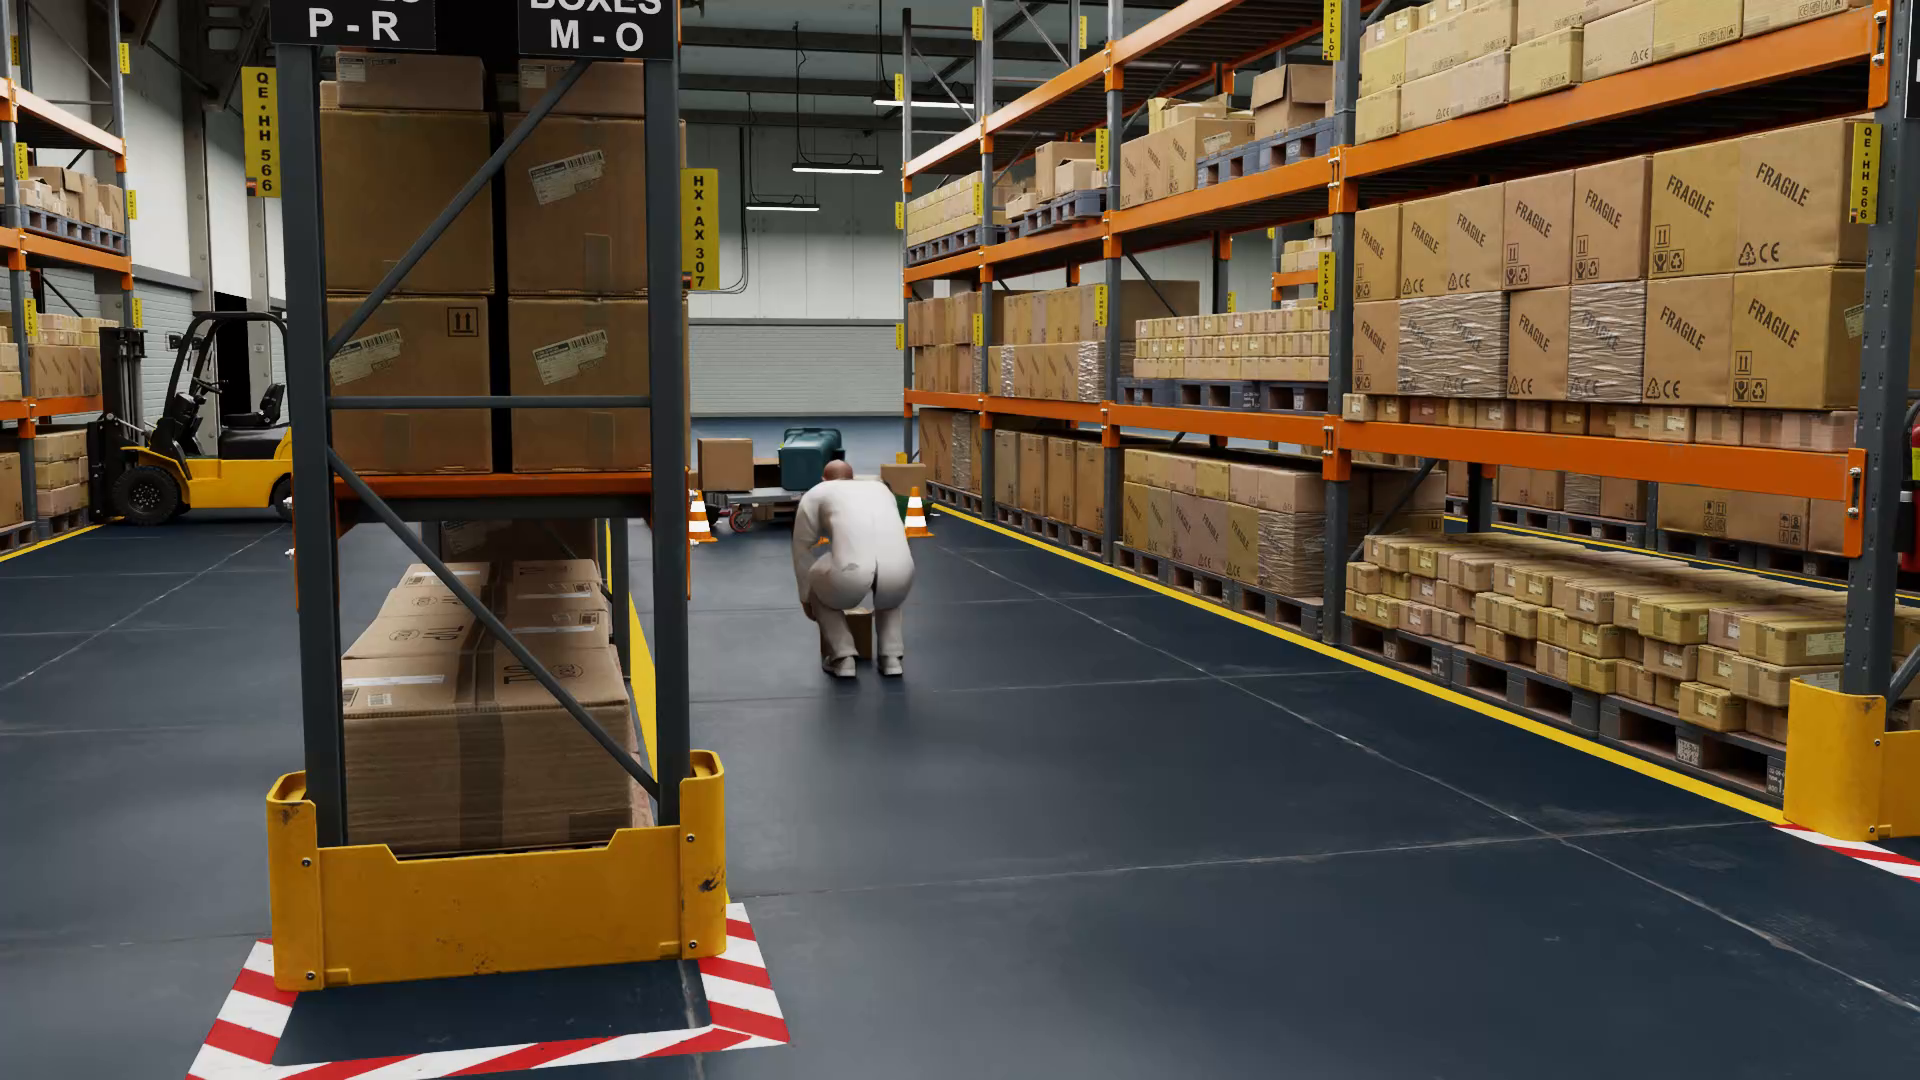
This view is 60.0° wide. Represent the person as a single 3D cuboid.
[{"bbox_3d":[-0.553,0.141,8.796,0.617,1.098,0.867,-1,6,-14],"label":"person"}]
